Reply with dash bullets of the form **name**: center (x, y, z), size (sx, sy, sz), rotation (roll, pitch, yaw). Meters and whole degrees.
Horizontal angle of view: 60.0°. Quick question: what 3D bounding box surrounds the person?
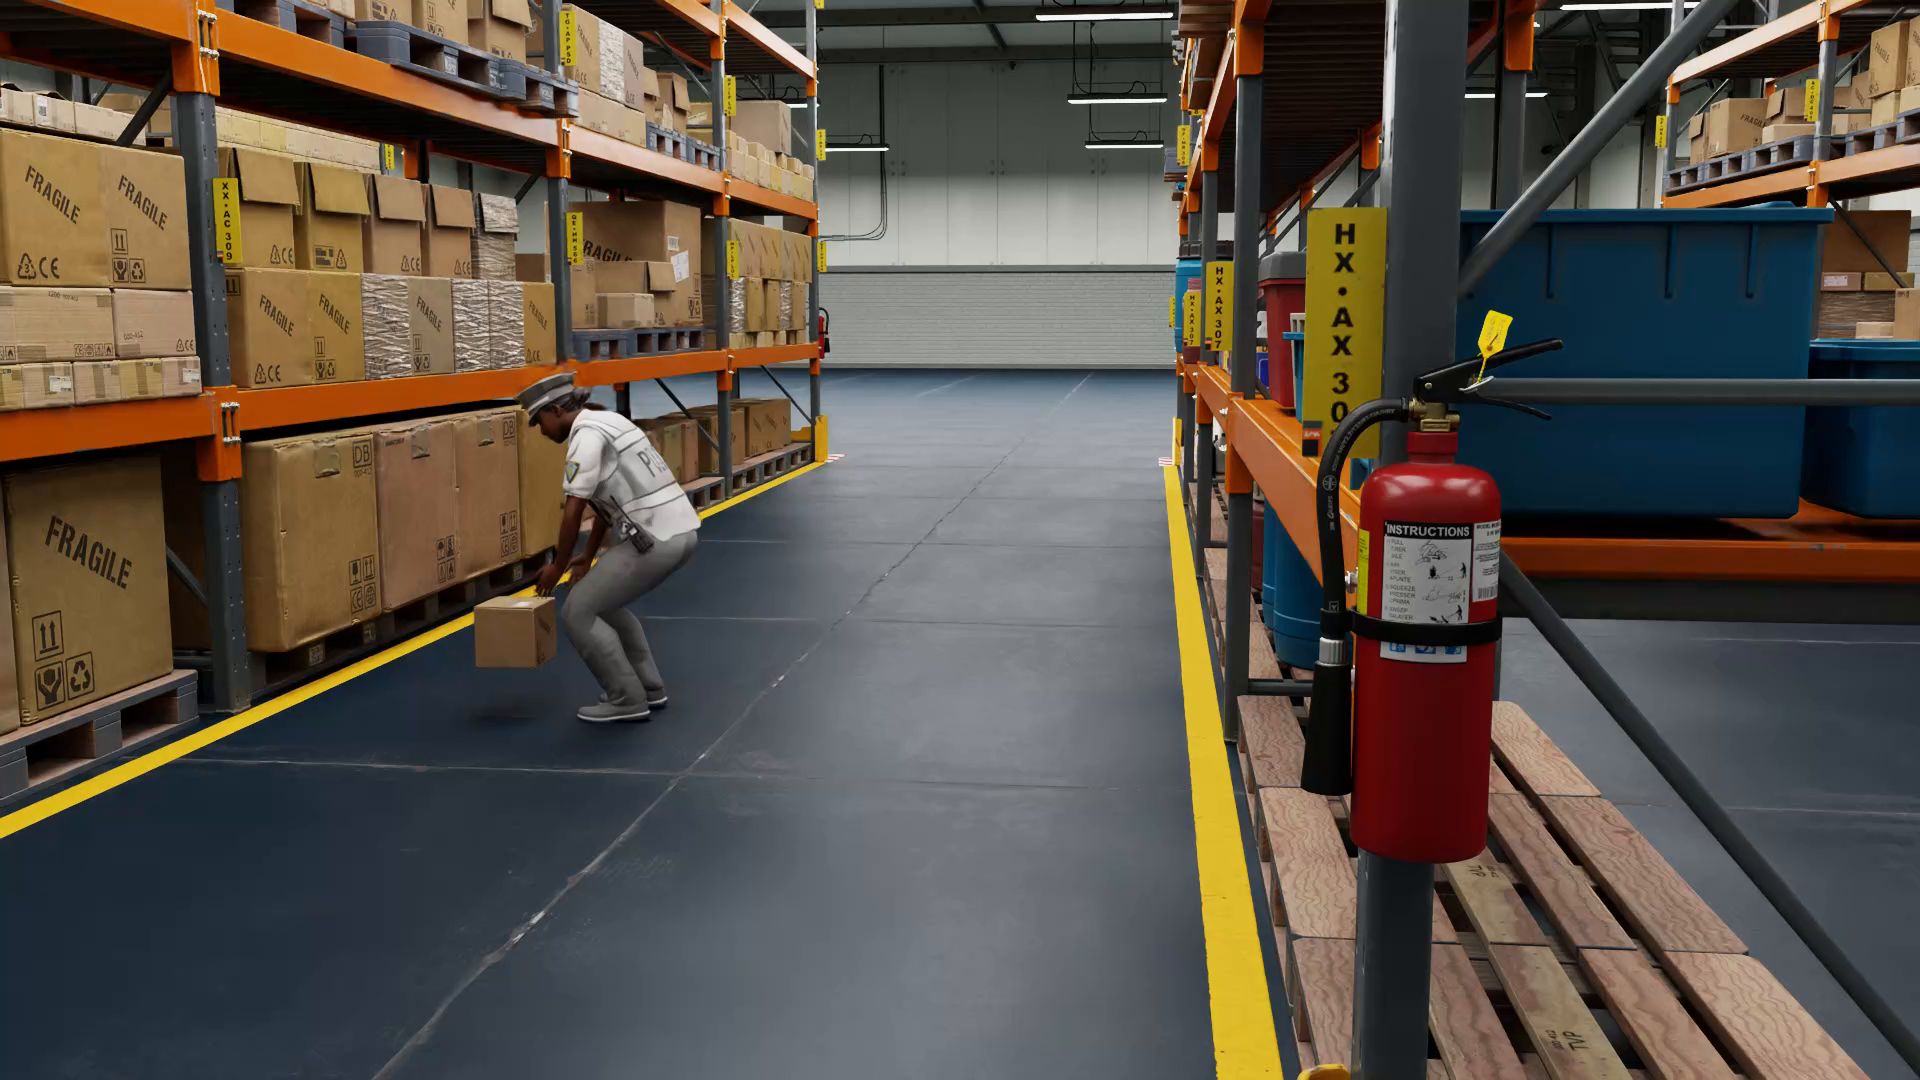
- **person**: center (-1.407, 0.028, 6.655), size (0.707, 1.388, 0.496), rotation (1, 8, 6)
